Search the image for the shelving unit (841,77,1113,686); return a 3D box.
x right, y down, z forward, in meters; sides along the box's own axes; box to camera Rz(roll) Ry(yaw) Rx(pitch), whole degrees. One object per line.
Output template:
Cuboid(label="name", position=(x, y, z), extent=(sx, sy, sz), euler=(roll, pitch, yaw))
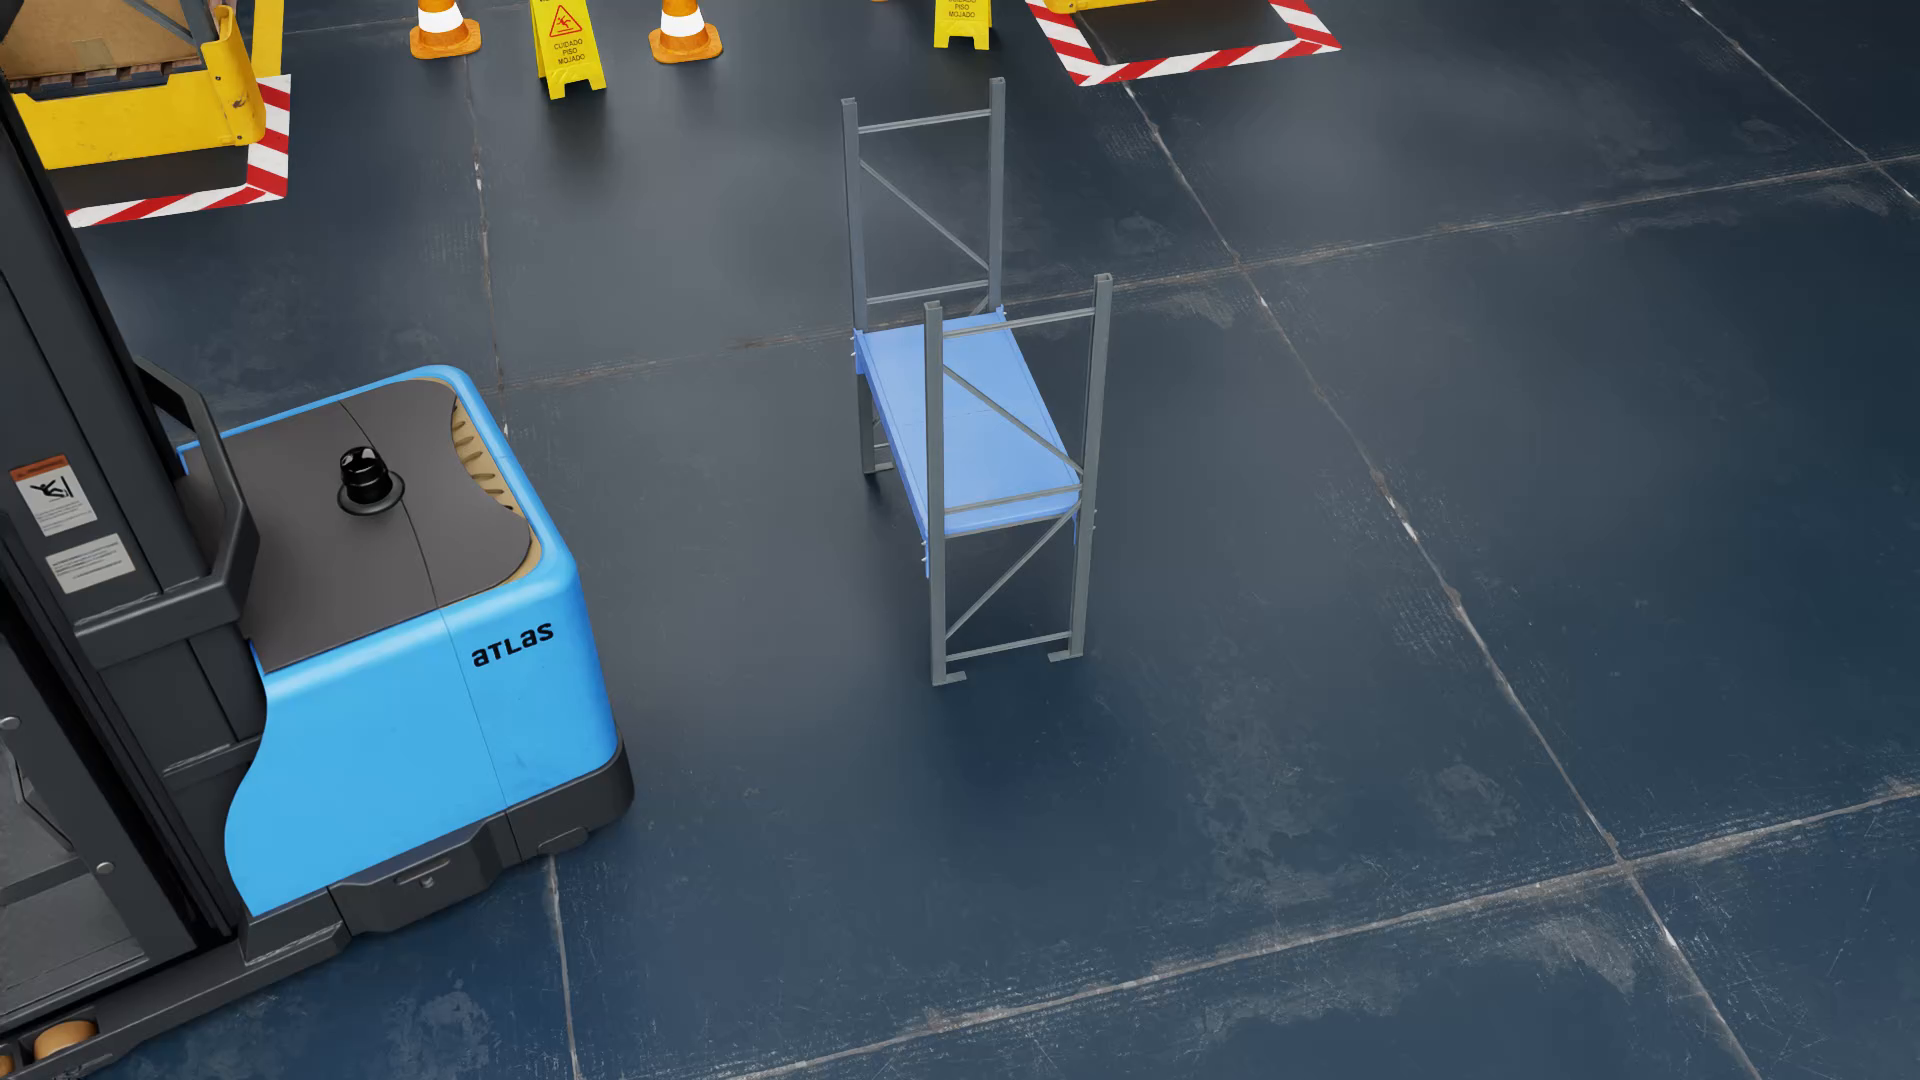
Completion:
Cuboid(label="shelving unit", position=(0.022, -0.466, 5.157), extent=(0.538, 1.500, 1.048), euler=(-11, 47, -10))

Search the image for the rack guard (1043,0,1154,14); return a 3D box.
Cuboid(label="rack guard", position=(0.983, -3.027, 8.367), extent=(1.175, 0.500, 0.348), euler=(-11, 47, -10))

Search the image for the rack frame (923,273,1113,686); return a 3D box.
Cuboid(label="rack frame", position=(0.152, -0.115, 4.813), extent=(0.500, 1.500, 0.032), euler=(-11, 47, -10))

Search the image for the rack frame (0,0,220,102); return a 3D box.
Cuboid(label="rack frame", position=(-3.757, -2.875, 6.467), extent=(1.000, 3.000, 0.127), euler=(-11, 47, -10))

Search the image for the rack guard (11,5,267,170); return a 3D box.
Cuboid(label="rack guard", position=(-3.751, -1.983, 7.344), extent=(1.175, 0.500, 0.348), euler=(-11, 47, -10))

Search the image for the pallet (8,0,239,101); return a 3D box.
Cuboid(label="pallet", position=(-4.037, -2.436, 7.990), extent=(1.003, 0.211, 1.213), euler=(-11, 47, -10))

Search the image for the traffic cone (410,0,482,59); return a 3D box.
Cuboid(label="traffic cone", position=(-2.520, -2.613, 7.987), extent=(0.336, 0.463, 0.334), euler=(-11, 47, -10))

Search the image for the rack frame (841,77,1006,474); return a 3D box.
Cuboid(label="rack frame", position=(-0.108, -0.817, 5.501), extent=(0.500, 1.500, 0.032), euler=(-11, 47, -10))

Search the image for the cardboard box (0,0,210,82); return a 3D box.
Cuboid(label="cardboard box", position=(-3.995, -2.734, 7.523), extent=(0.875, 0.875, 0.875), euler=(-10, 47, -10))

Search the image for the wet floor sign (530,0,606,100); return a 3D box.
Cuboid(label="wet floor sign", position=(-1.836, -2.393, 7.643), extent=(0.267, 0.644, 0.232), euler=(-18, 48, -17))

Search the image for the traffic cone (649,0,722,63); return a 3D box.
Cuboid(label="traffic cone", position=(-1.341, -2.585, 7.959), extent=(0.336, 0.463, 0.334), euler=(-11, 47, -10))

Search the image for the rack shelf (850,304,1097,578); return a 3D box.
Cuboid(label="rack shelf", position=(0.022, -0.340, 5.285), extent=(0.538, 0.185, 1.000), euler=(-11, 47, -10))

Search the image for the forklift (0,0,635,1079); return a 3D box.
Cuboid(label="forklift", position=(-2.496, 0.024, 3.674), extent=(3.031, 2.935, 1.130), euler=(-22, 50, -21))

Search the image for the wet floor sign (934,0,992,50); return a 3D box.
Cuboid(label="wet floor sign", position=(0.016, -2.699, 7.943), extent=(0.267, 0.644, 0.232), euler=(4, 46, 4))
